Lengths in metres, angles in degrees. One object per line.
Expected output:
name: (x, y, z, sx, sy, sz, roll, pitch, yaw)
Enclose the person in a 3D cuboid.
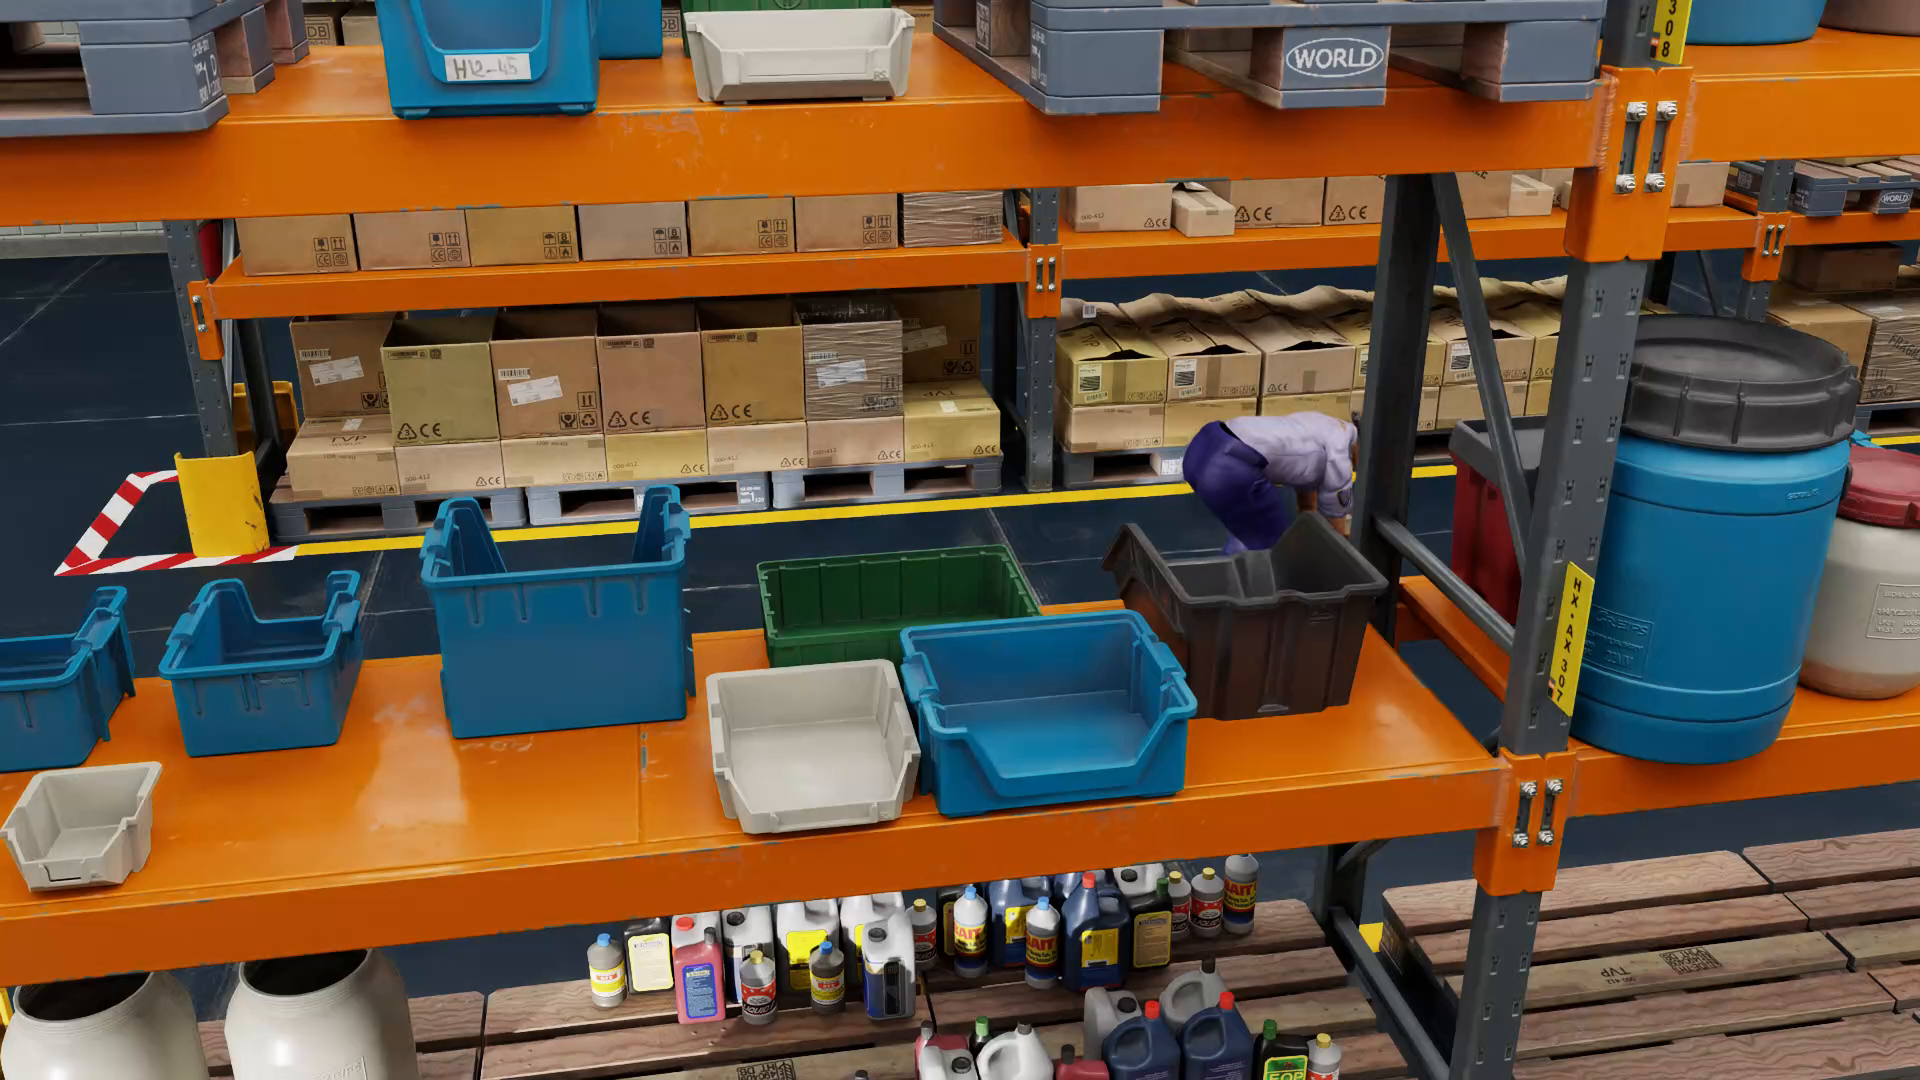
person: (1.388, -0.051, 7.046, 0.910, 1.005, 0.471, -5, 24, -12)
